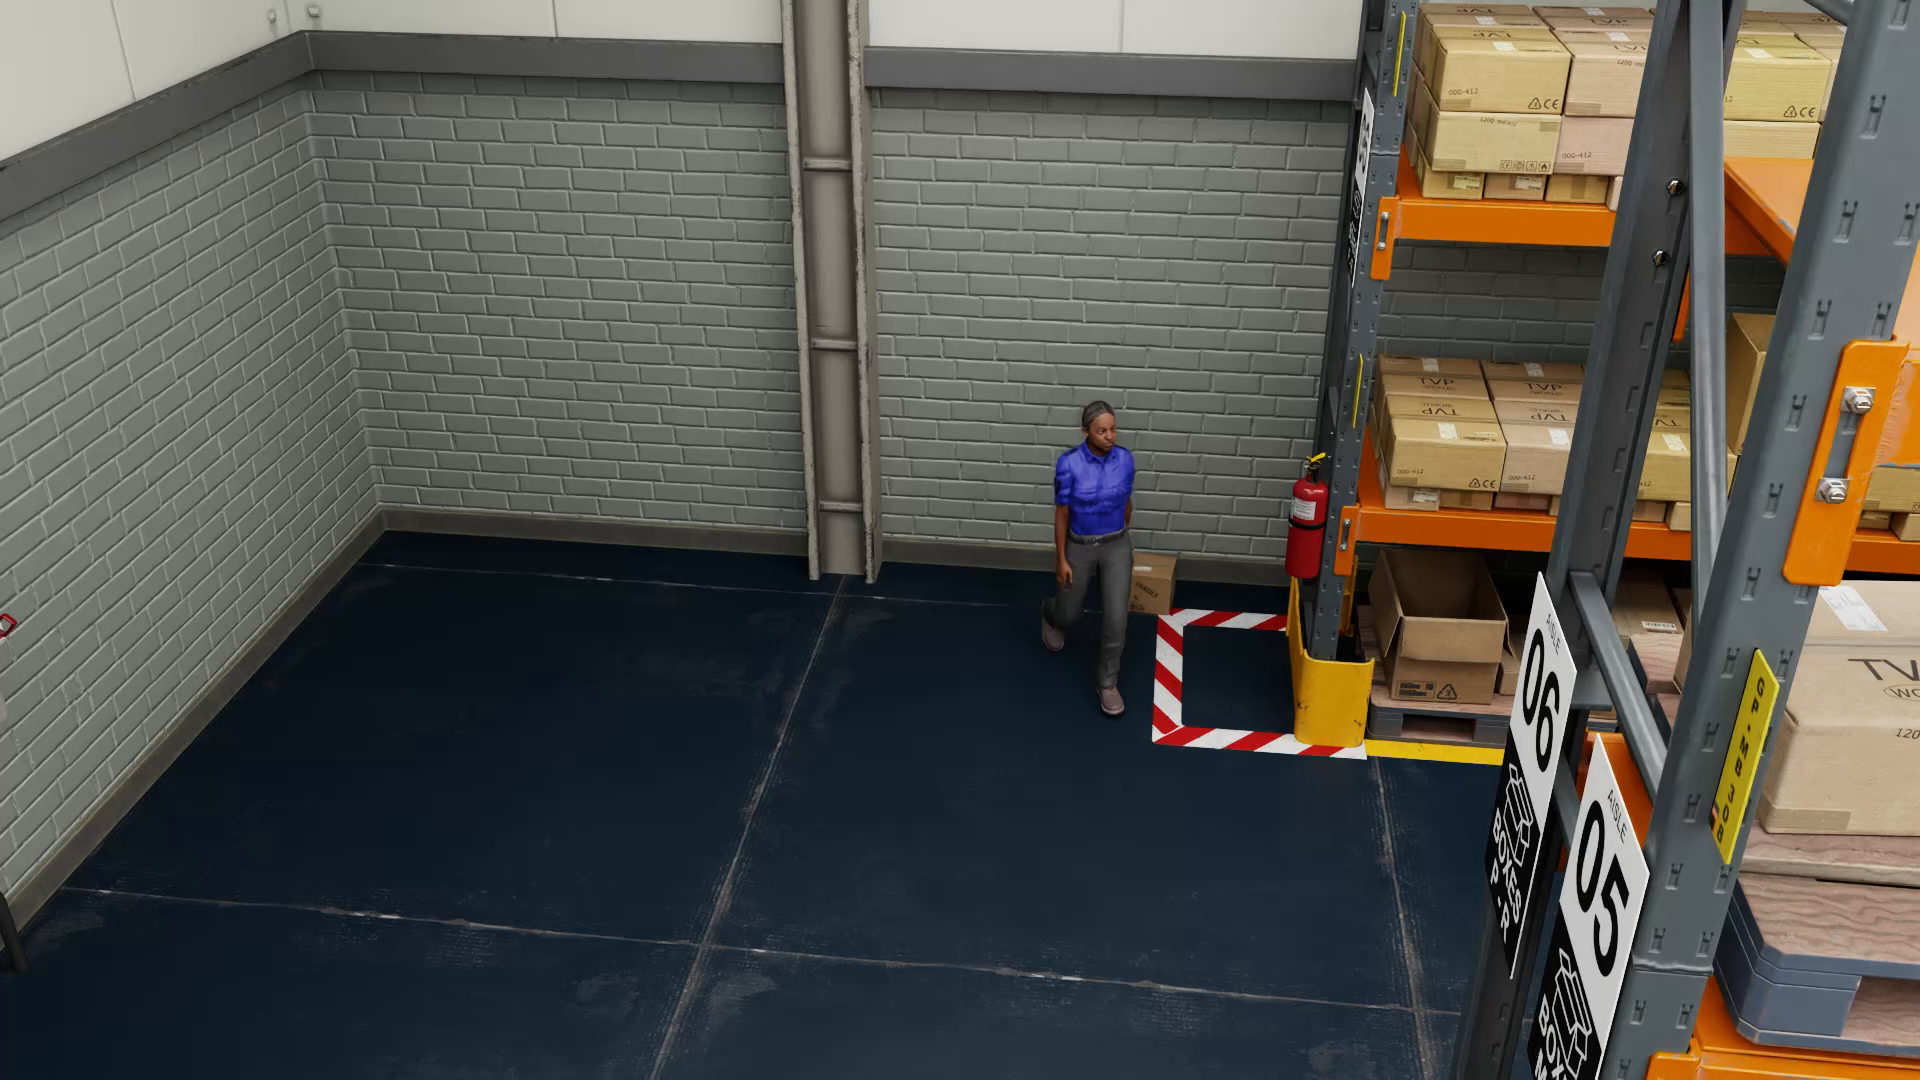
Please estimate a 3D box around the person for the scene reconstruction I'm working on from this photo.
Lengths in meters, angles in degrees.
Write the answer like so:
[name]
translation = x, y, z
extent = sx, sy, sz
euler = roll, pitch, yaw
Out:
[person]
translation = 0.676, 0.033, 8.561
extent = 0.431, 1.613, 0.785
euler = -5, 29, -10
